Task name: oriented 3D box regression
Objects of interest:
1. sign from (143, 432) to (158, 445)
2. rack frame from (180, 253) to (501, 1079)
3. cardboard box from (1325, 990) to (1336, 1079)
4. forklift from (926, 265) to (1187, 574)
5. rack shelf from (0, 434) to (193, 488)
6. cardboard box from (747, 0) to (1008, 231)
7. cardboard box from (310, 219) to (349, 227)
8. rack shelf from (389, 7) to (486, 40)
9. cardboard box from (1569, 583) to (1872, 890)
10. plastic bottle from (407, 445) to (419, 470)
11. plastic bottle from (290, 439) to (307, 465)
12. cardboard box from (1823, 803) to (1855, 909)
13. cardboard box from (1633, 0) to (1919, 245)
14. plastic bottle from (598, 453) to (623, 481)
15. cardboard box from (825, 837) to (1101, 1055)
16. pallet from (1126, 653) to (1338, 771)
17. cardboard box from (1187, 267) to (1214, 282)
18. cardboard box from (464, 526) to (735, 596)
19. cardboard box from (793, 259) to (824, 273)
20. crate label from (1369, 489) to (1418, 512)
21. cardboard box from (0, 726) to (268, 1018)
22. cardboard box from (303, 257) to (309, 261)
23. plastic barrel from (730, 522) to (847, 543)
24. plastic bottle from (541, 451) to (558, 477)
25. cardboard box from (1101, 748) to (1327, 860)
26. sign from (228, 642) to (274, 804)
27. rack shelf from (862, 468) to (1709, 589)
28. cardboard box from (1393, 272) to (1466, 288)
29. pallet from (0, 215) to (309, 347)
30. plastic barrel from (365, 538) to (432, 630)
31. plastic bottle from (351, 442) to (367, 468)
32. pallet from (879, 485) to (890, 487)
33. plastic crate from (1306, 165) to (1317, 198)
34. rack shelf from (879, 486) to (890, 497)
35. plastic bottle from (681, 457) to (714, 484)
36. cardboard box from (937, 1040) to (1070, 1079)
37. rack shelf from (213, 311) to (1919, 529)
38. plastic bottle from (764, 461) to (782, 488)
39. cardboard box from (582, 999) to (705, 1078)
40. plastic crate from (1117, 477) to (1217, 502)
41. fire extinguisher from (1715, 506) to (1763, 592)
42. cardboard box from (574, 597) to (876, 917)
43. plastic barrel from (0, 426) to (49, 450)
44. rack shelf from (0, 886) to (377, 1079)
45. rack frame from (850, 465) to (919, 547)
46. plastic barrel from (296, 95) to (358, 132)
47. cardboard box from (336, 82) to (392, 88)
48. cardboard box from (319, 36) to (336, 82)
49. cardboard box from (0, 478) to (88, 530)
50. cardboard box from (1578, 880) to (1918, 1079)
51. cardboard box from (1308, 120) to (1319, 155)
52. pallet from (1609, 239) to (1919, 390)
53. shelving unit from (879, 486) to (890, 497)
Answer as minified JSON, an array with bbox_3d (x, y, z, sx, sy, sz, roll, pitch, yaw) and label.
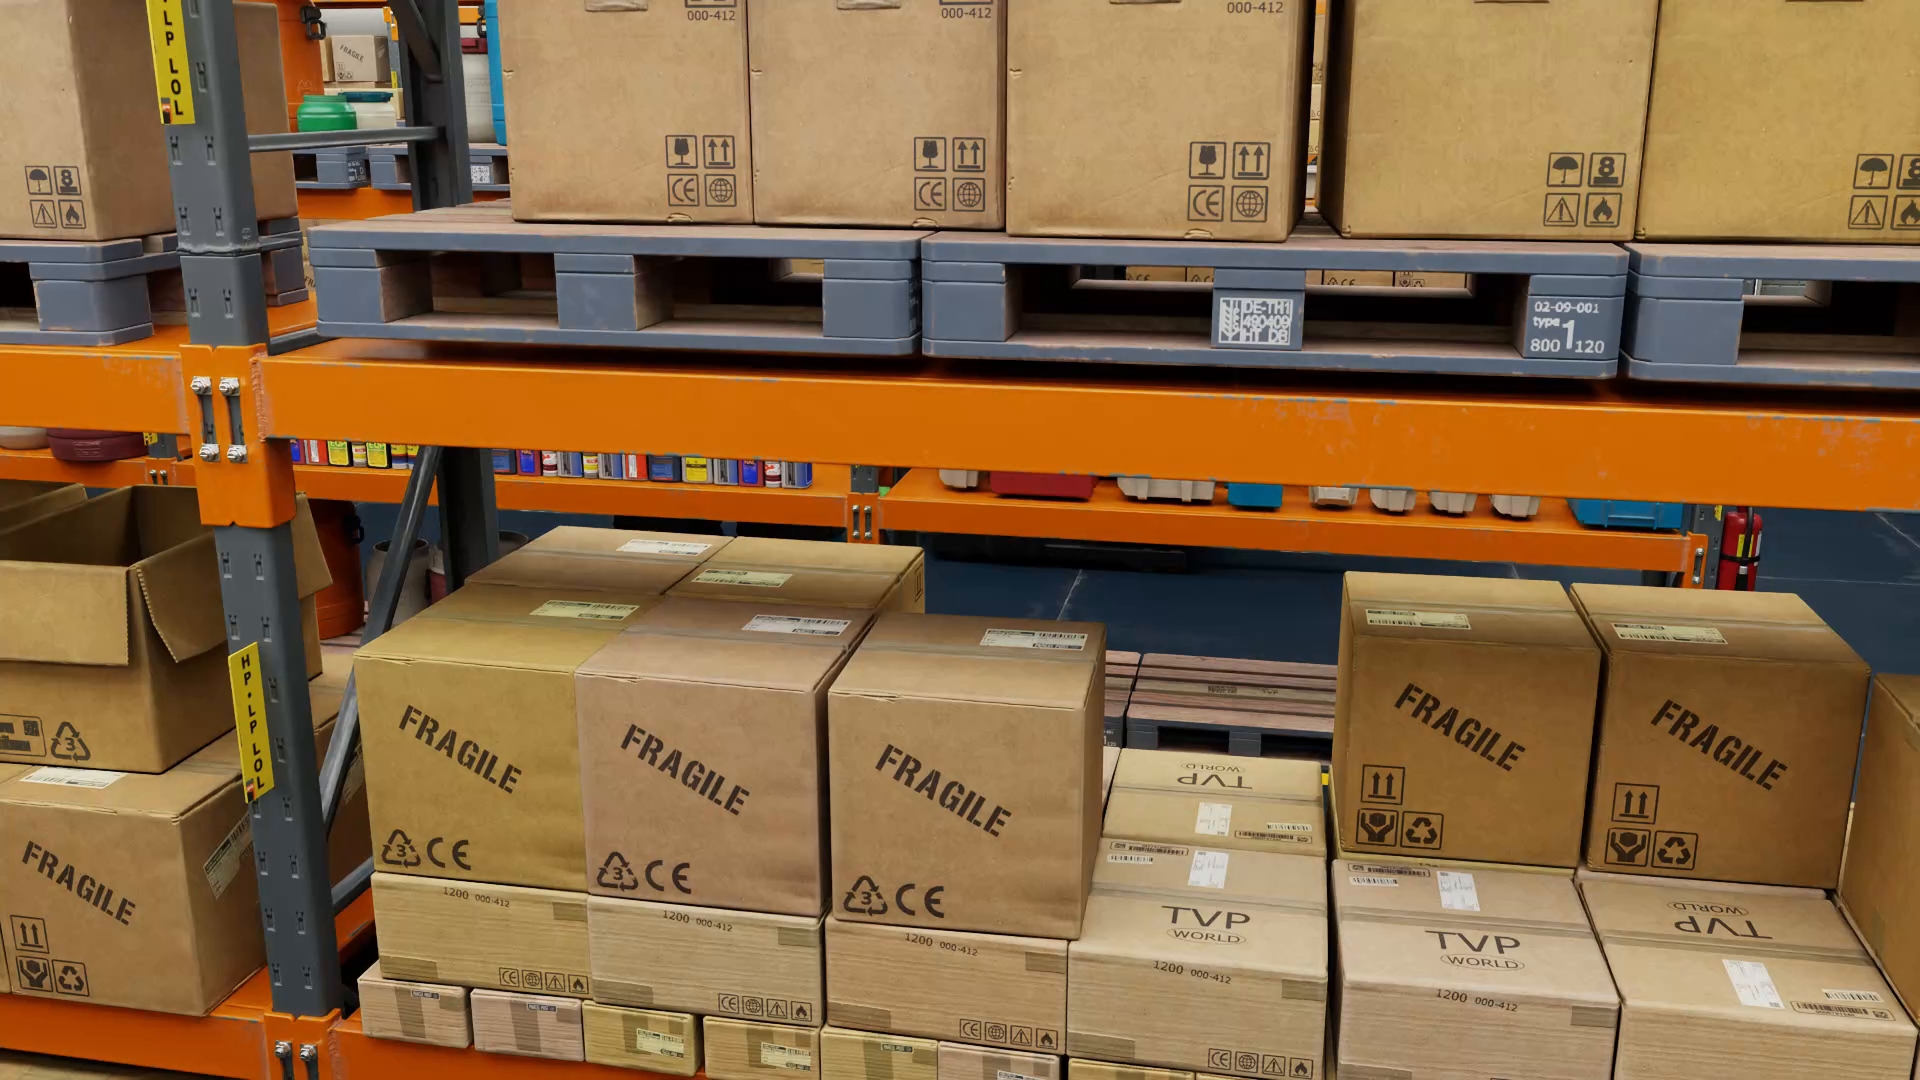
[{"bbox_3d":[-4.415,-0.684,9.036,0.005,0.325,0.100,3,16,11],"label":"sign"},{"bbox_3d":[-1.379,0.759,4.133,0.127,3.000,1.000,3,16,11],"label":"rack frame"},{"bbox_3d":[0.870,1.092,3.400,0.250,0.149,0.380,3,16,11],"label":"cardboard box"},{"bbox_3d":[1.321,-1.331,11.806,3.031,2.935,1.130,3,16,10],"label":"forklift"},{"bbox_3d":[-6.272,-0.509,10.059,4.000,0.370,1.077,3,16,11],"label":"rack shelf"},{"bbox_3d":[-0.074,-0.930,3.449,0.500,0.500,0.700,4,16,14],"label":"cardboard box"},{"bbox_3d":[-7.273,-3.822,19.509,0.500,0.500,0.500,3,16,11],"label":"cardboard box"},{"bbox_3d":[-4.298,-5.799,18.667,4.000,0.370,1.077,3,16,11],"label":"rack shelf"},{"bbox_3d":[1.634,0.417,3.688,0.500,0.500,0.500,3,16,10],"label":"cardboard box"},{"bbox_3d":[-2.939,-0.517,8.982,0.097,0.271,0.097,0,15,0],"label":"plastic bottle"},{"bbox_3d":[-3.640,-0.556,9.099,0.133,0.283,0.061,3,16,11],"label":"plastic bottle"},{"bbox_3d":[2.124,0.805,3.692,0.500,0.250,0.500,3,16,10],"label":"cardboard box"},{"bbox_3d":[1.493,-0.848,3.153,0.500,0.500,0.700,3,16,9],"label":"cardboard box"},{"bbox_3d":[-1.827,-0.467,8.790,0.135,0.276,0.152,3,16,11],"label":"plastic bottle"},{"bbox_3d":[0.024,0.835,3.581,0.500,0.250,0.500,4,16,12],"label":"cardboard box"},{"bbox_3d":[1.535,0.900,8.846,1.213,0.211,1.003,3,16,11],"label":"pallet"},{"bbox_3d":[2.013,-2.209,12.787,0.500,0.500,0.500,3,16,9],"label":"cardboard box"},{"bbox_3d":[-0.876,0.281,4.177,0.500,0.500,0.500,4,16,13],"label":"cardboard box"},{"bbox_3d":[-1.145,-2.161,13.699,0.500,0.500,0.700,-1,16,-3],"label":"cardboard box"},{"bbox_3d":[2.133,-0.249,8.155,0.243,0.136,0.396,3,16,11],"label":"crate label"},{"bbox_3d":[-1.892,0.757,3.951,0.500,0.500,0.500,3,16,11],"label":"cardboard box"},{"bbox_3d":[-5.976,-2.233,14.746,0.500,0.500,0.500,4,16,15],"label":"cardboard box"},{"bbox_3d":[-0.922,0.239,9.155,0.708,0.901,0.600,3,16,11],"label":"plastic barrel"},{"bbox_3d":[-2.174,-0.442,8.841,0.097,0.201,0.097,0,15,0],"label":"plastic bottle"},{"bbox_3d":[0.609,0.725,3.981,0.500,0.250,0.500,3,16,10],"label":"cardboard box"},{"bbox_3d":[-1.478,0.382,3.475,0.005,0.325,0.100,3,16,11],"label":"sign"},{"bbox_3d":[1.567,-0.084,8.522,4.000,0.370,1.077,3,16,11],"label":"rack shelf"},{"bbox_3d":[3.532,-2.128,12.495,0.500,0.500,0.500,4,16,13],"label":"cardboard box"},{"bbox_3d":[-2.288,-0.630,3.887,1.217,0.209,0.805,2,16,9],"label":"pallet"},{"bbox_3d":[-3.258,0.275,9.753,0.421,0.512,0.421,0,15,0],"label":"plastic barrel"},{"bbox_3d":[-3.260,-0.501,9.054,0.097,0.201,0.097,0,15,0],"label":"plastic bottle"},{"bbox_3d":[-0.206,-0.522,13.980,1.213,0.211,1.003,3,16,11],"label":"pallet"},{"bbox_3d":[1.453,-1.687,7.839,0.530,0.136,0.437,3,16,11],"label":"plastic crate"},{"bbox_3d":[-0.420,-0.303,12.476,0.480,0.148,0.258,3,16,10],"label":"rack shelf"},{"bbox_3d":[-1.358,-0.476,8.684,0.185,0.351,0.144,3,16,11],"label":"plastic bottle"},{"bbox_3d":[0.114,1.052,3.547,0.250,0.149,0.380,3,16,12],"label":"cardboard box"},{"bbox_3d":[0.580,-0.233,3.444,4.000,0.370,1.077,3,16,11],"label":"rack shelf"},{"bbox_3d":[-0.962,-0.376,8.604,0.097,0.201,0.097,0,15,0],"label":"plastic bottle"},{"bbox_3d":[-0.640,1.011,3.695,0.250,0.149,0.380,4,16,13],"label":"cardboard box"},{"bbox_3d":[1.067,-0.379,8.351,0.530,0.282,0.437,3,16,11],"label":"plastic crate"},{"bbox_3d":[3.585,0.020,7.644,0.183,0.674,0.296,3,16,11],"label":"fire extinguisher"},{"bbox_3d":[-0.480,0.447,3.578,0.500,0.500,0.500,3,16,11],"label":"cardboard box"},{"bbox_3d":[-5.363,-0.802,9.559,0.421,0.512,0.421,0,15,0],"label":"plastic barrel"},{"bbox_3d":[-3.339,0.999,4.613,4.000,0.370,1.077,3,16,11],"label":"rack shelf"},{"bbox_3d":[-0.392,-0.537,8.810,0.127,3.000,1.000,3,16,11],"label":"rack frame"},{"bbox_3d":[-3.320,-2.206,8.722,0.294,0.245,0.294,0,15,0],"label":"plastic barrel"},{"bbox_3d":[-6.804,-5.020,19.150,0.500,0.500,0.500,4,16,13],"label":"cardboard box"},{"bbox_3d":[-7.345,-5.521,19.089,0.500,0.500,0.500,4,16,14],"label":"cardboard box"},{"bbox_3d":[-2.677,0.156,4.243,0.637,0.503,0.797,3,16,12],"label":"cardboard box"},{"bbox_3d":[1.516,0.917,3.285,0.500,0.250,0.500,3,16,10],"label":"cardboard box"},{"bbox_3d":[2.495,-3.035,12.490,0.500,0.250,0.500,3,16,11],"label":"cardboard box"},{"bbox_3d":[1.811,-0.468,3.109,1.213,0.211,1.003,3,16,11],"label":"pallet"},{"bbox_3d":[-0.420,-0.596,12.395,0.503,1.200,0.258,3,16,10],"label":"shelving unit"}]
